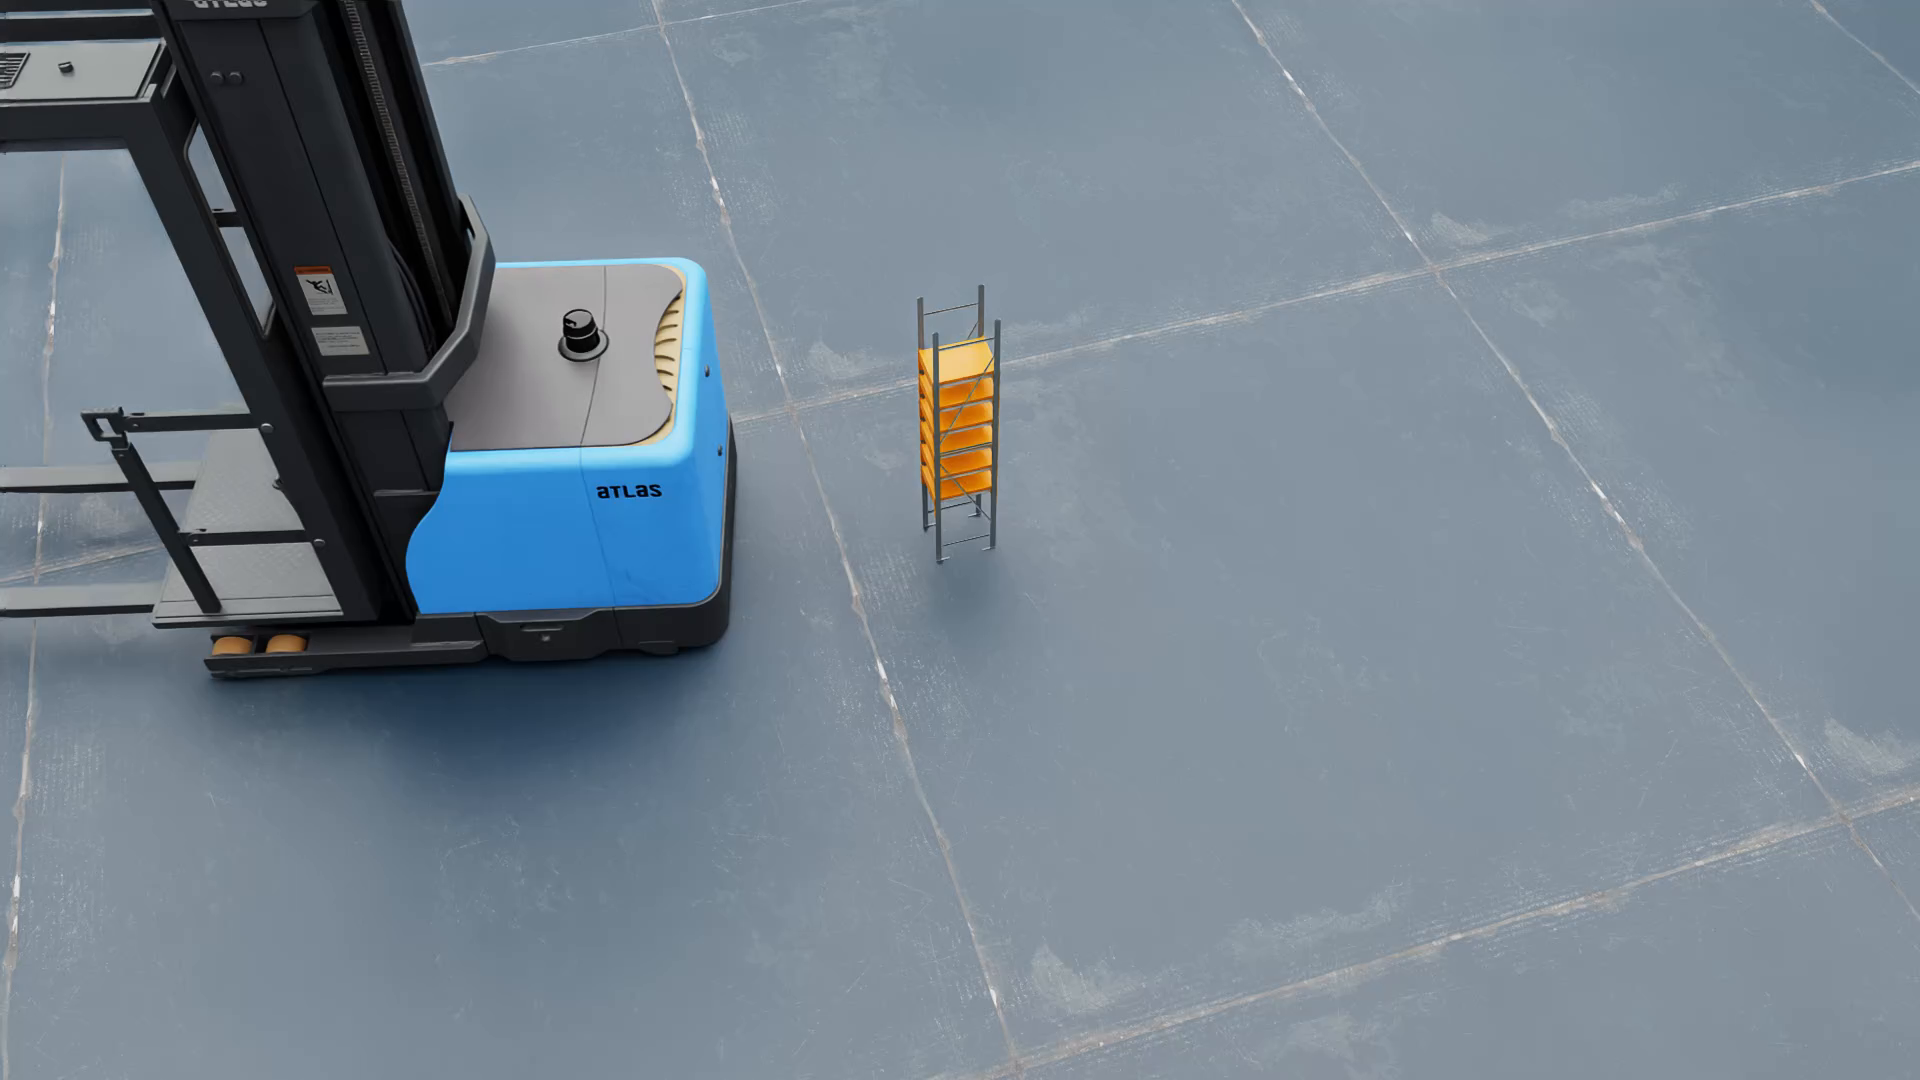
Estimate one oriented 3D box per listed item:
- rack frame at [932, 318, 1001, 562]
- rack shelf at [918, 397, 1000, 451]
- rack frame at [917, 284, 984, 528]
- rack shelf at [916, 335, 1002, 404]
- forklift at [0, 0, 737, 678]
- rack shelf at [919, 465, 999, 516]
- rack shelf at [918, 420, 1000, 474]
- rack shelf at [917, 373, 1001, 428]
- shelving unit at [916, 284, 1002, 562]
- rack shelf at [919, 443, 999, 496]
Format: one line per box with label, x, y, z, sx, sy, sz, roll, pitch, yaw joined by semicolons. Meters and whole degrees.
rack frame;0.023;-0.330;6.034;0.240;1.200;0.006;-13;51;-11
rack shelf;-0.004;-0.446;6.032;0.258;0.103;0.180;-13;51;-11
rack frame;-0.031;-0.464;6.146;0.240;1.200;0.006;-13;51;-11
rack shelf;-0.004;-0.601;5.849;0.258;0.103;0.180;-13;51;-11
forklift;-2.394;-0.855;5.344;3.031;2.935;1.130;-2;50;-2
rack shelf;-0.004;-0.214;6.307;0.258;0.103;0.180;-13;51;-11
rack shelf;-0.004;-0.369;6.124;0.258;0.103;0.180;-13;51;-11
rack shelf;-0.004;-0.523;5.940;0.258;0.103;0.180;-13;51;-11
shelving unit;-0.004;-0.397;6.090;0.258;1.200;0.189;-13;51;-11
rack shelf;-0.004;-0.291;6.216;0.258;0.103;0.180;-13;51;-11
